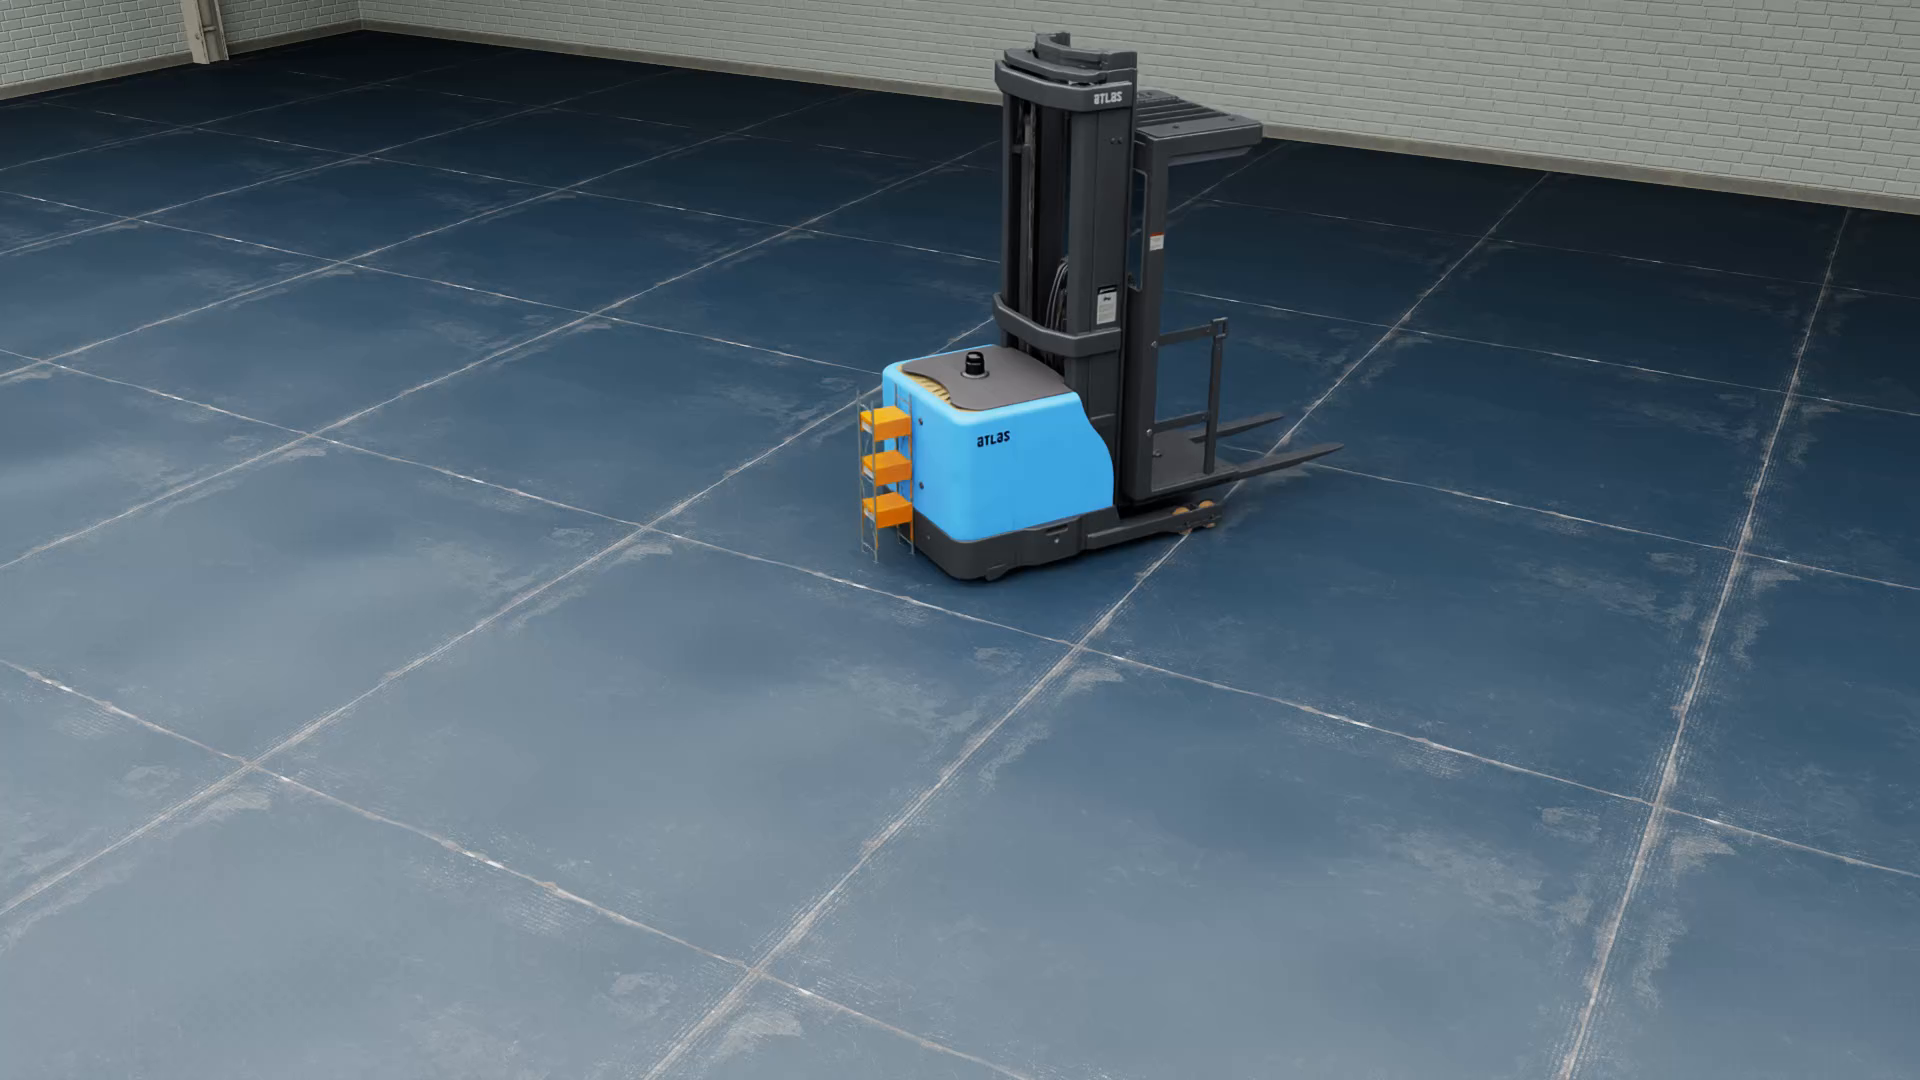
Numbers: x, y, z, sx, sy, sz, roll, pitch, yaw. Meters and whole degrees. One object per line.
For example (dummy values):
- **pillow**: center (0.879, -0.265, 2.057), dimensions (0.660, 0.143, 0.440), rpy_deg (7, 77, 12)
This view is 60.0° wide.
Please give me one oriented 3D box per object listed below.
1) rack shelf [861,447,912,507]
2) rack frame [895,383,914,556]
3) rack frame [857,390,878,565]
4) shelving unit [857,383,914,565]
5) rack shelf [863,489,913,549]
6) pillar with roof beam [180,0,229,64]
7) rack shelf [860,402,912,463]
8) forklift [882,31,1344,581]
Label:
- **rack shelf**: center (-0.438, -0.376, 9.851), dimensions (0.240, 0.259, 0.215), rpy_deg (-14, 30, -26)
- **rack frame**: center (-0.331, -0.412, 9.899), dimensions (0.008, 1.050, 0.200), rpy_deg (-14, 30, -26)
- **rack frame**: center (-0.545, -0.359, 9.794), dimensions (0.008, 1.050, 0.200), rpy_deg (-14, 30, -26)
- **shelving unit**: center (-0.438, -0.385, 9.847), dimensions (0.252, 1.050, 0.215), rpy_deg (-14, 30, -26)
- **rack shelf**: center (-0.438, -0.127, 9.976), dimensions (0.240, 0.259, 0.215), rpy_deg (-14, 30, -26)
- **pillar with roof beam**: center (-7.132, -10.036, 20.246), dimensions (9.100, 9.000, 0.400), rpy_deg (14, 30, 26)
- **rack shelf**: center (-0.438, -0.629, 9.724), dimensions (0.240, 0.259, 0.215), rpy_deg (-14, 30, -26)
- **forklift**: center (1.061, -1.535, 10.043), dimensions (3.031, 2.935, 1.130), rpy_deg (-14, 30, -26)
